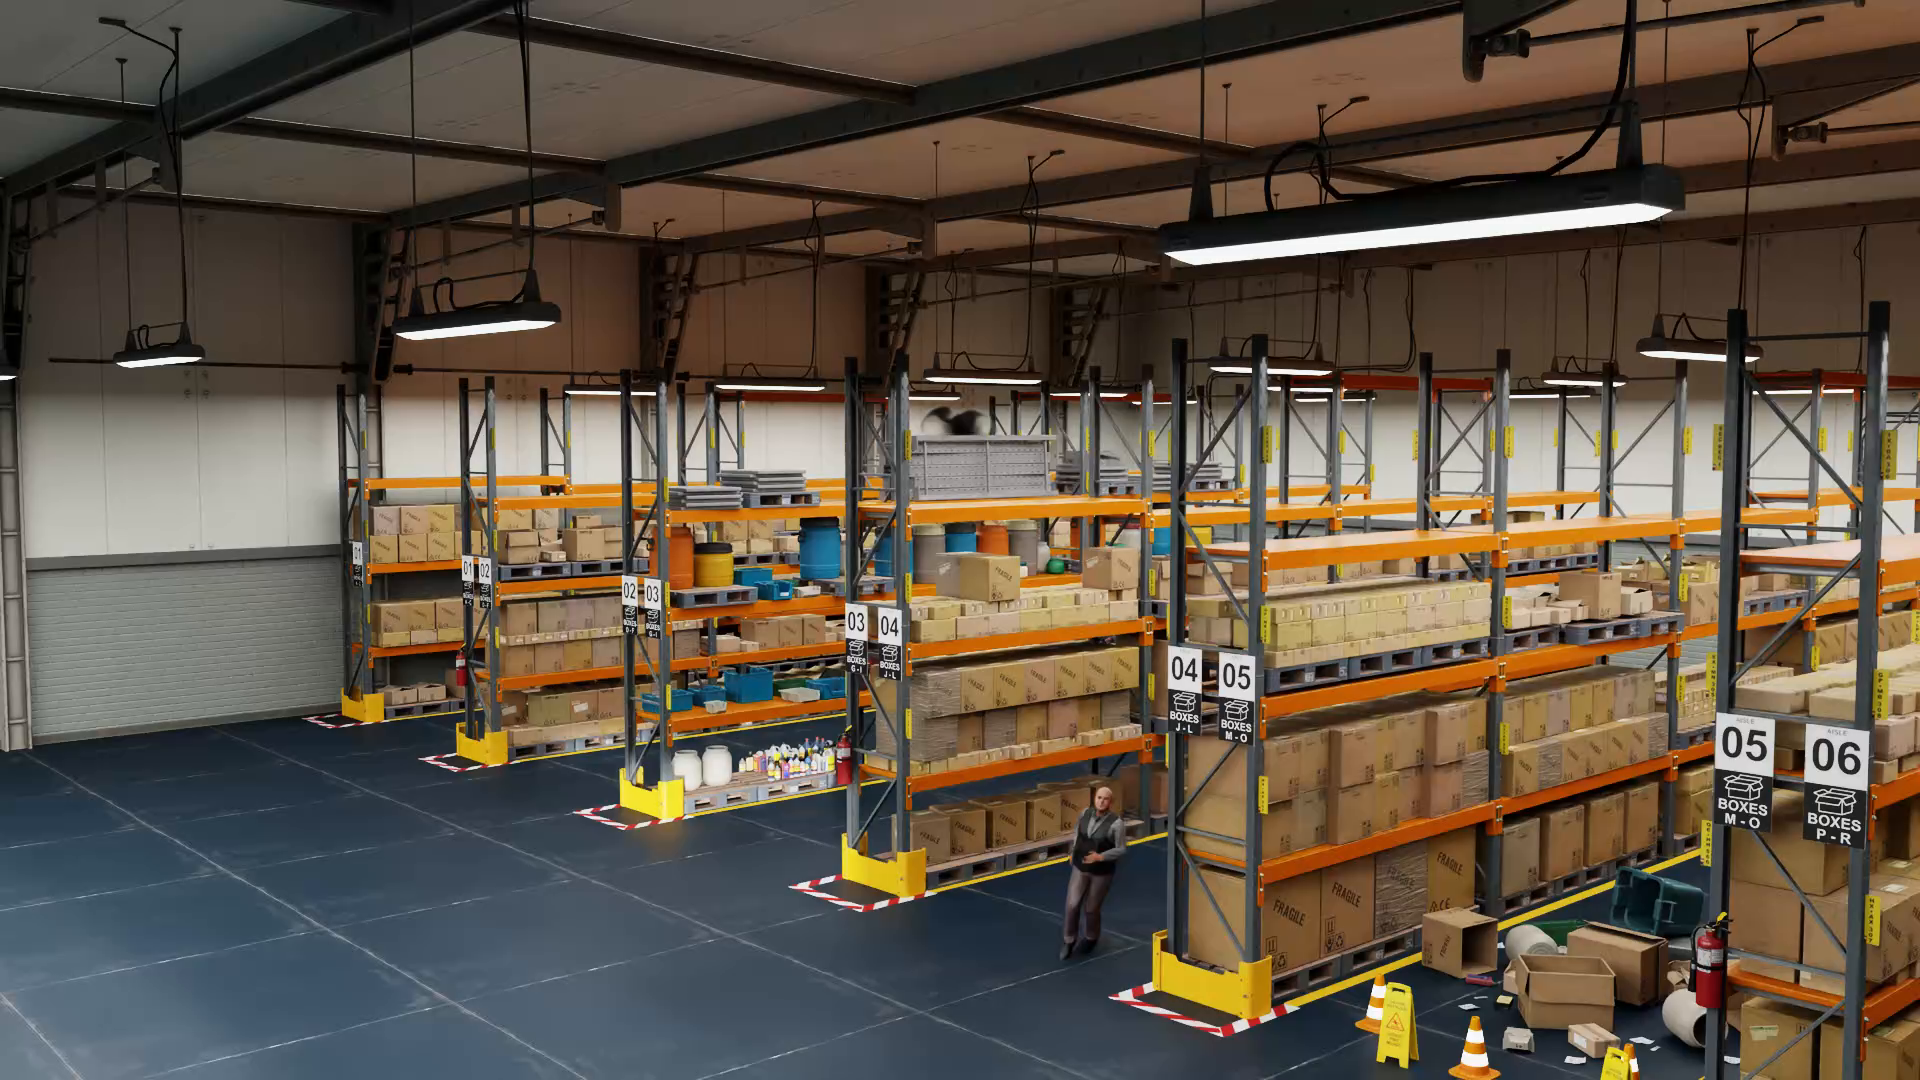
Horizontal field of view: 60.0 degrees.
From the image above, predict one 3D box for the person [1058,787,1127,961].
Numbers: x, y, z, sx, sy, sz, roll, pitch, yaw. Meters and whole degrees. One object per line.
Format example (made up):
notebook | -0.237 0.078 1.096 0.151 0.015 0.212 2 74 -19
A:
person | 1.319 3.262 16.257 0.676 1.732 0.670 2 4 23
